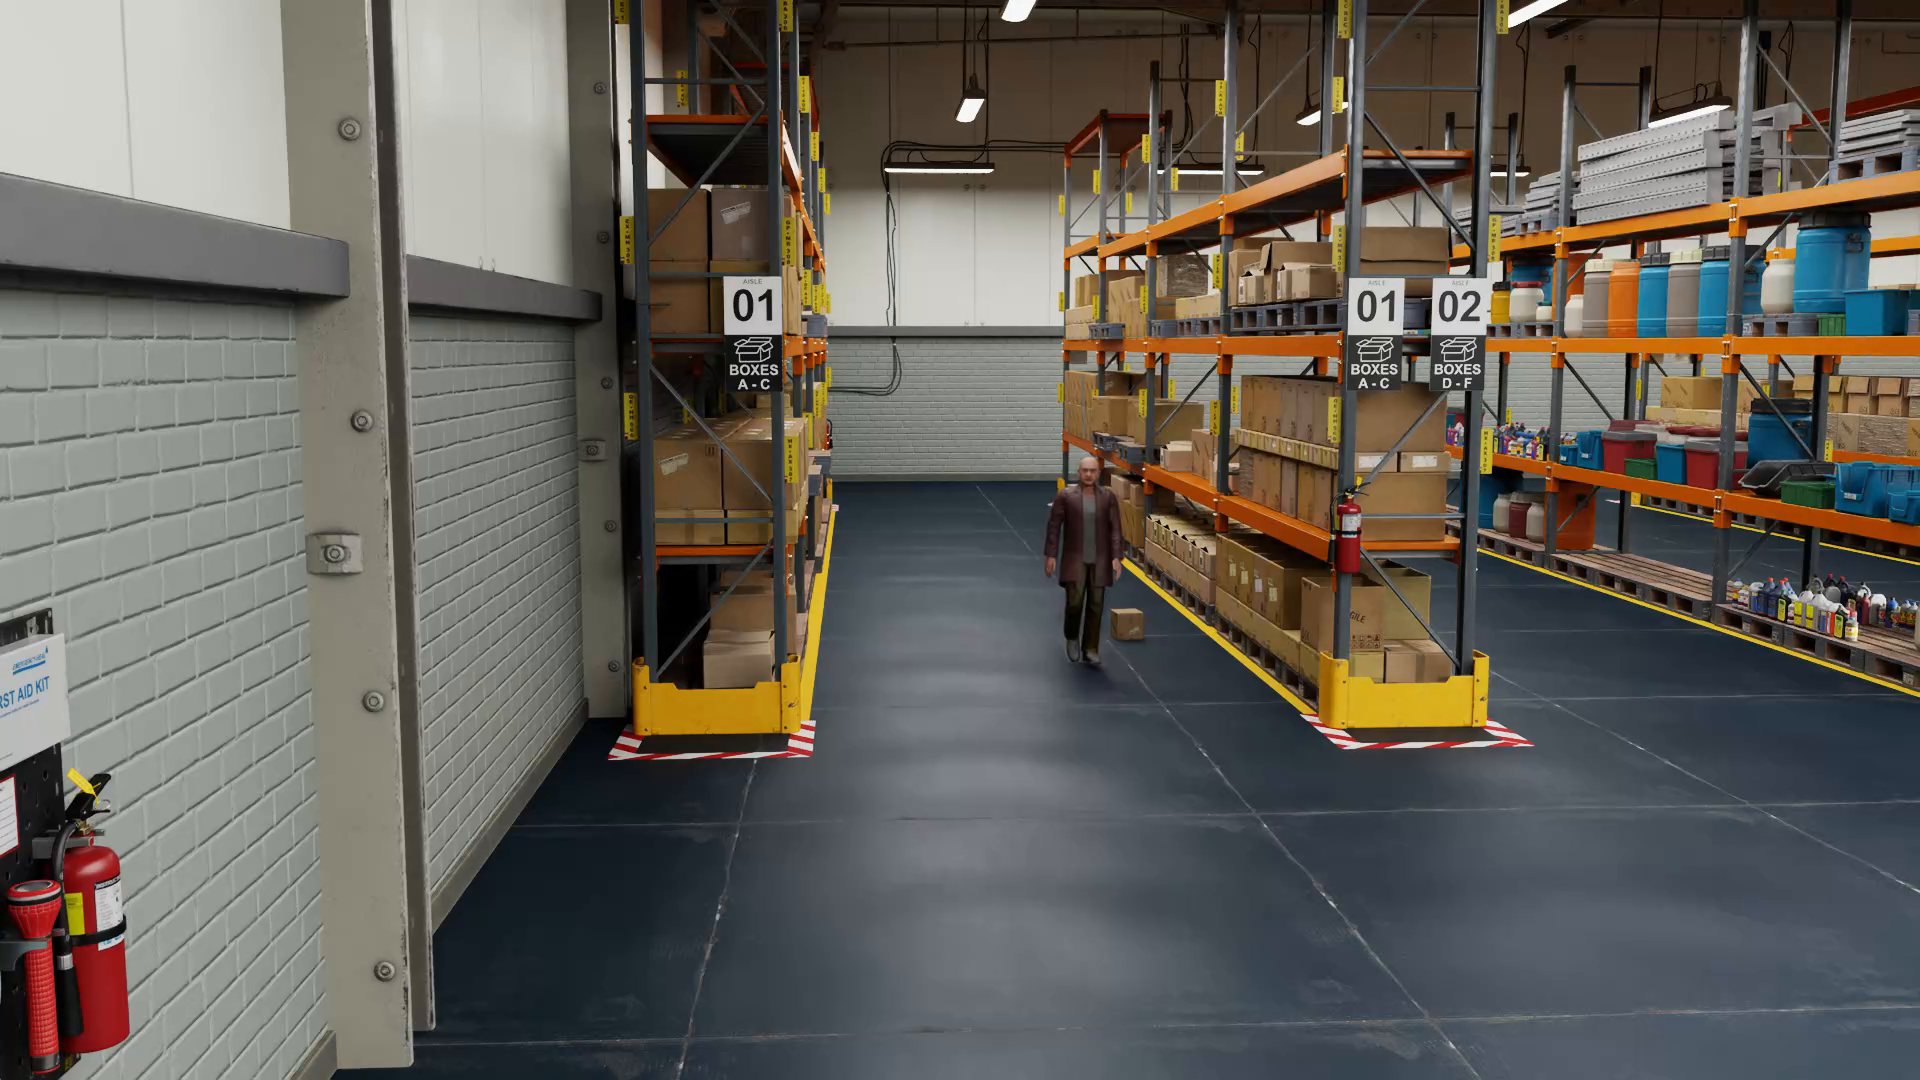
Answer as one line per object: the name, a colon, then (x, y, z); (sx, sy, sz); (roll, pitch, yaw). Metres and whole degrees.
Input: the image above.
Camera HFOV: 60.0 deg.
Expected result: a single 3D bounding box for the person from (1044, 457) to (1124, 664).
person: (1.051, 0.184, 14.122); (0.651, 1.778, 0.509); (-1, 7, -7)
